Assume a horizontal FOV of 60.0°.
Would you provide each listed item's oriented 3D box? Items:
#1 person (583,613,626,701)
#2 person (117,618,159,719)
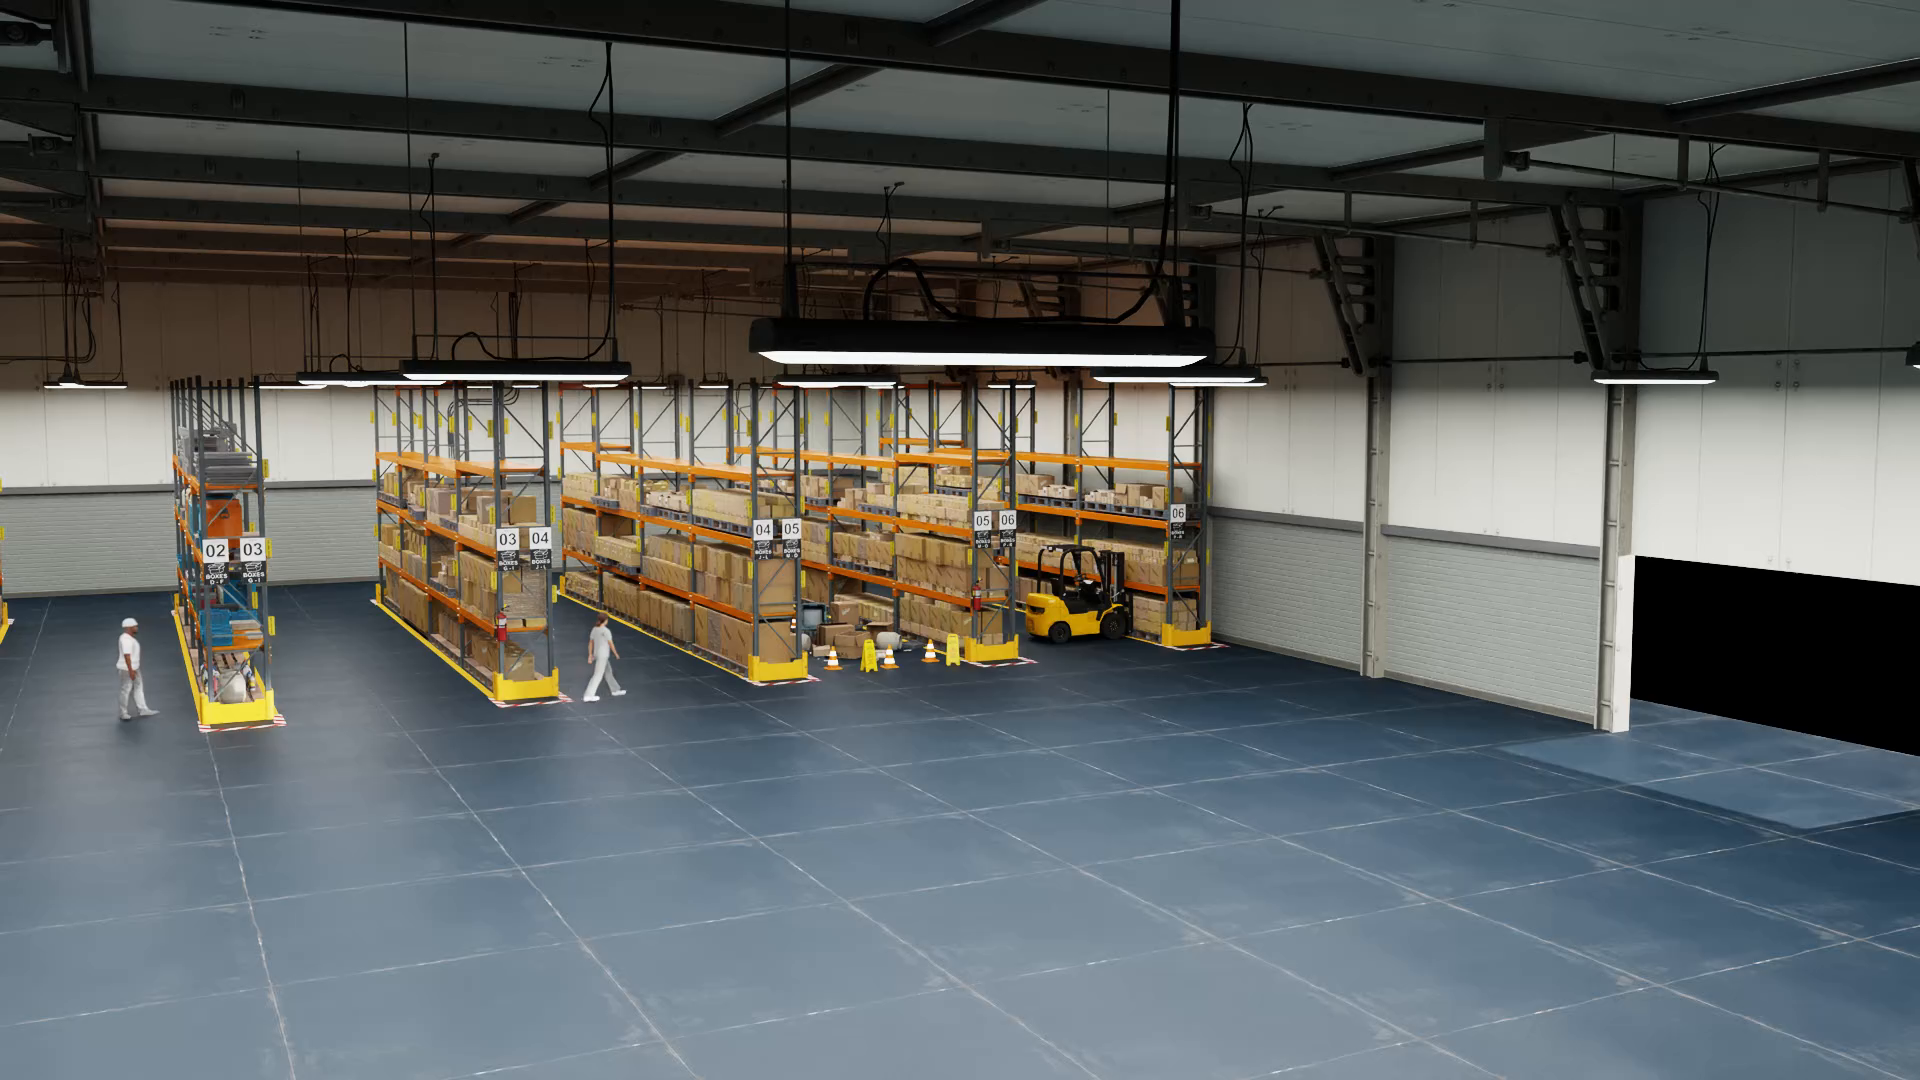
[{"bbox_3d":[-6.594,2.144,30.933,0.994,1.613,0.458,-4,7,-41],"label":"person"},{"bbox_3d":[-14.509,2.254,29.217,0.583,1.759,0.610,-1,5,-6],"label":"person"}]
